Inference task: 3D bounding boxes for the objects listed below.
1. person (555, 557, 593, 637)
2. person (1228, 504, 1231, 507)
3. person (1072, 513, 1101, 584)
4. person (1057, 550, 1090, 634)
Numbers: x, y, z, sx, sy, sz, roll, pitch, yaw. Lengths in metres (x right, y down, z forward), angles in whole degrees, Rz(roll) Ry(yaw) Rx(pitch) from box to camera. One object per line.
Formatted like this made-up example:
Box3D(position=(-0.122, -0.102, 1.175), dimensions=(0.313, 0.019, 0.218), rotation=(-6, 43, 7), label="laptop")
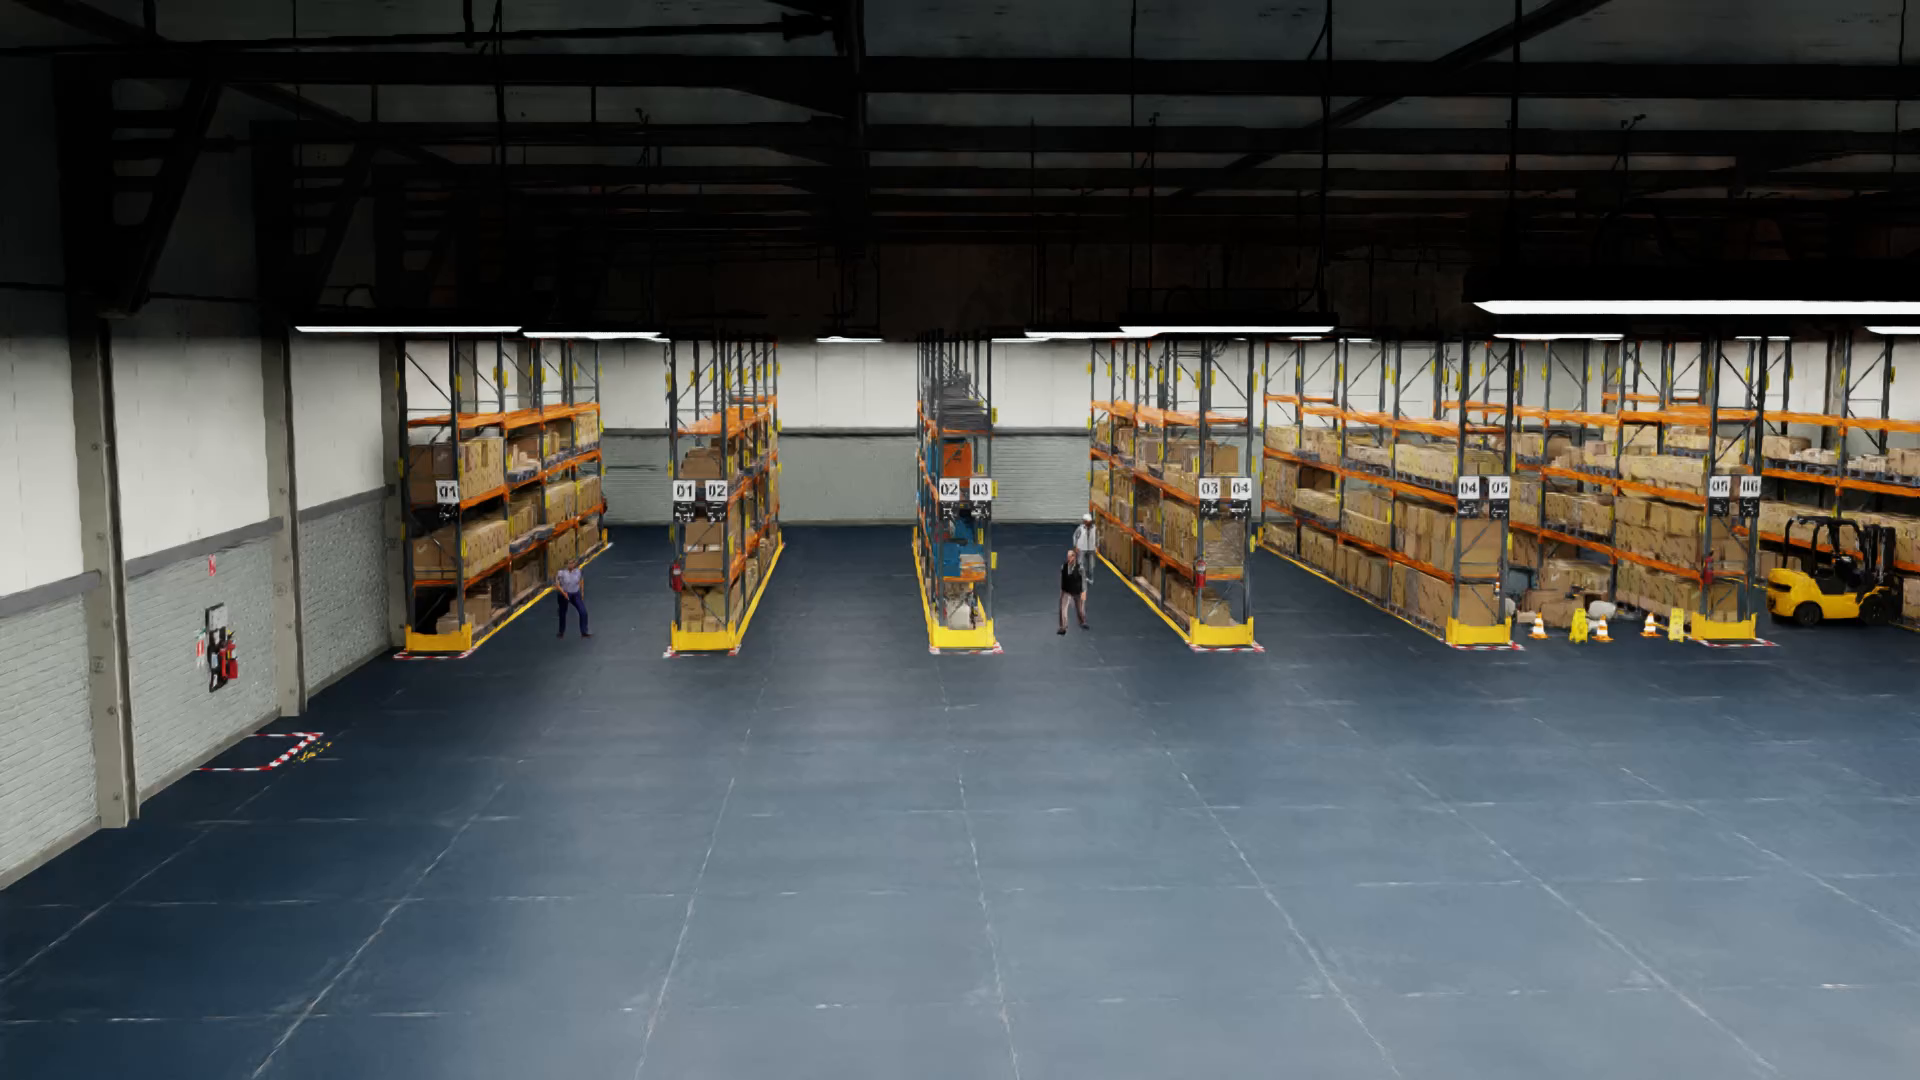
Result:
Box3D(position=(-7.599, 1.111, 32.529), dimensions=(0.652, 1.574, 0.771), rotation=(-3, 7, -24), label="person")
Box3D(position=(7.534, -0.450, 45.716), dimensions=(0.592, 1.604, 0.513), rotation=(-1, 7, -5), label="person")
Box3D(position=(3.019, 0.206, 39.644), dimensions=(0.677, 1.726, 0.574), rotation=(-1, 7, -5), label="person")
Box3D(position=(2.250, 1.017, 33.005), dimensions=(0.572, 1.669, 0.953), rotation=(2, 7, 18), label="person")
